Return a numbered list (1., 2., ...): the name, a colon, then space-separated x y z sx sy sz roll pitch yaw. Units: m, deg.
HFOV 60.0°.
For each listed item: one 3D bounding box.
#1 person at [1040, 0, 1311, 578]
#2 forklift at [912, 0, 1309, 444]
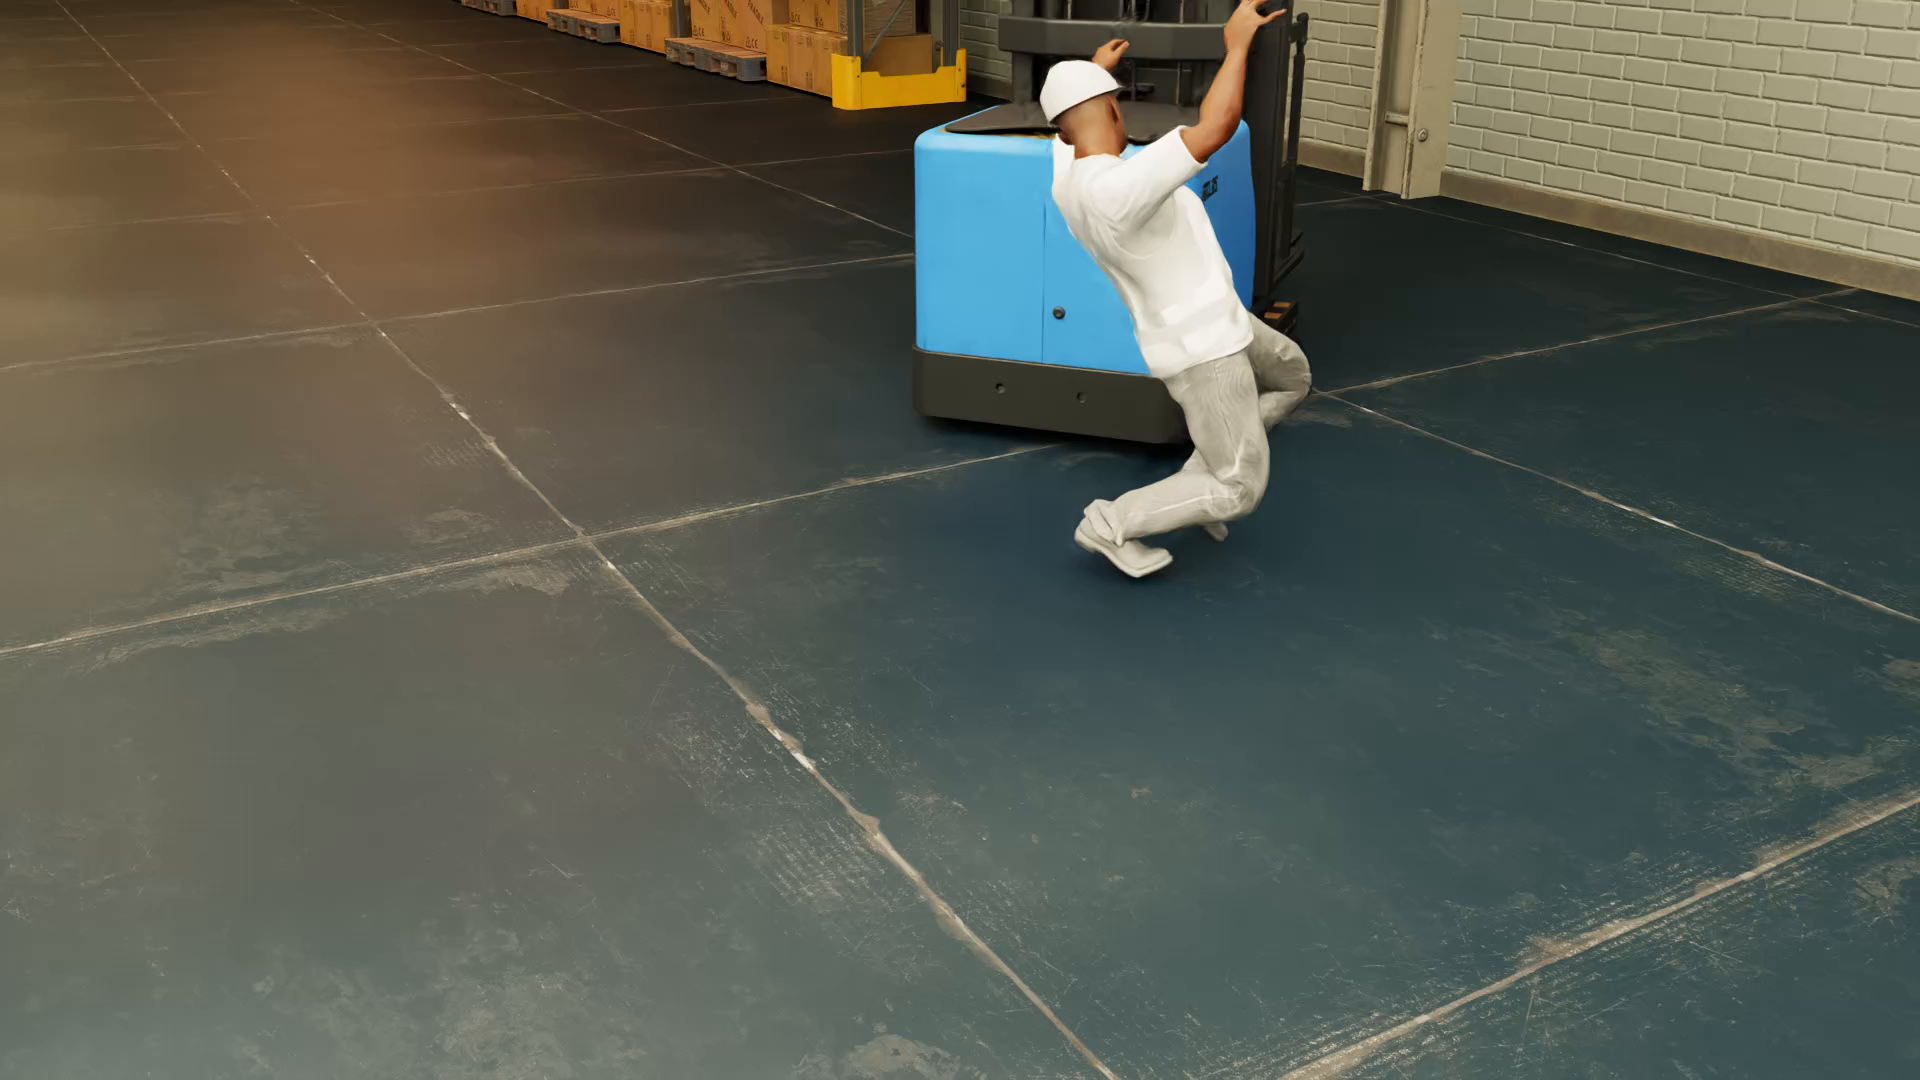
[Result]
1. person: 0.635 -0.754 4.840 0.832 1.663 1.137 0 22 1
2. forklift: 0.840 -2.215 6.672 1.130 2.935 3.031 9 24 20
